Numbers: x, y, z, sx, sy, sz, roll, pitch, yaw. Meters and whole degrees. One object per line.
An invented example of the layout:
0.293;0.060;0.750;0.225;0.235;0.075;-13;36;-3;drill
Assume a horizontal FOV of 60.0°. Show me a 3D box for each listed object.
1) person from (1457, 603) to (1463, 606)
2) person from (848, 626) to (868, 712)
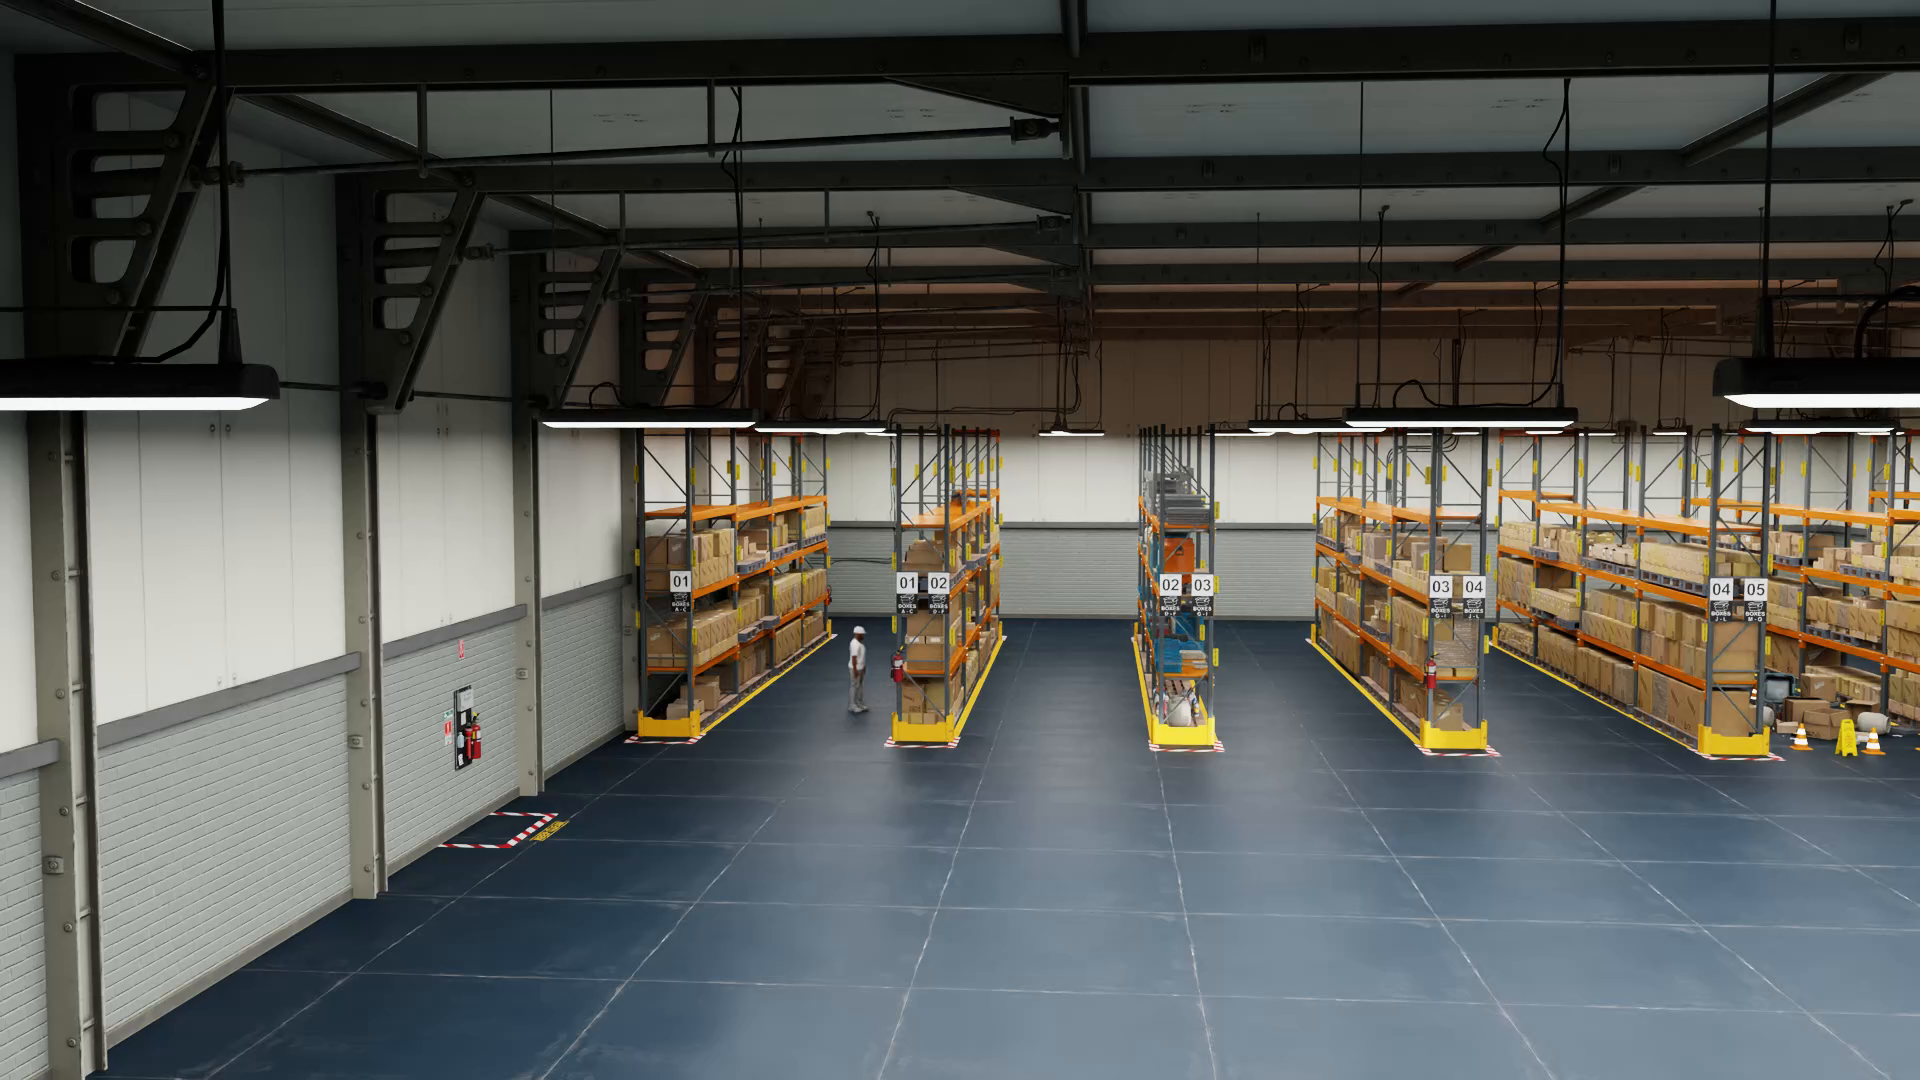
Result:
14.382;1.944;47.621;0.576;1.746;0.893;2;4;24;person
-2.141;2.703;34.986;0.410;1.780;0.591;0;4;7;person
